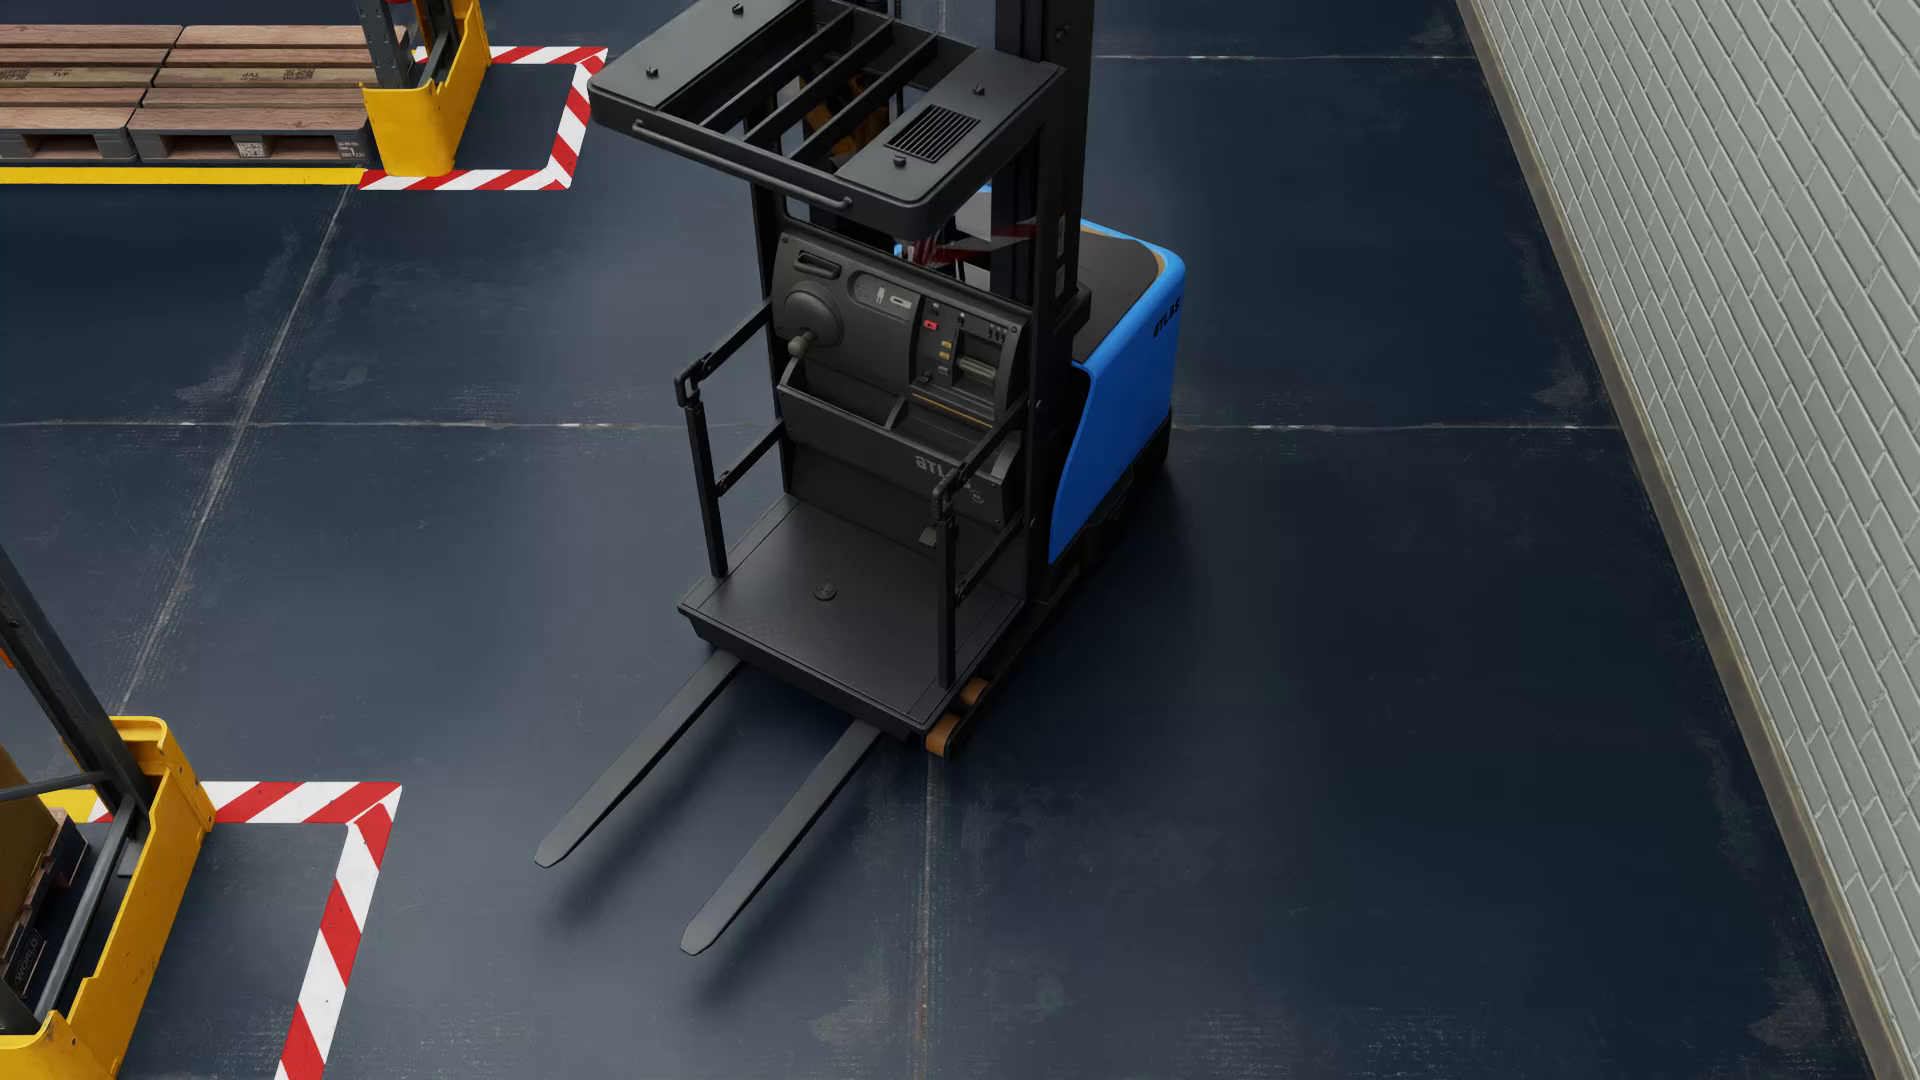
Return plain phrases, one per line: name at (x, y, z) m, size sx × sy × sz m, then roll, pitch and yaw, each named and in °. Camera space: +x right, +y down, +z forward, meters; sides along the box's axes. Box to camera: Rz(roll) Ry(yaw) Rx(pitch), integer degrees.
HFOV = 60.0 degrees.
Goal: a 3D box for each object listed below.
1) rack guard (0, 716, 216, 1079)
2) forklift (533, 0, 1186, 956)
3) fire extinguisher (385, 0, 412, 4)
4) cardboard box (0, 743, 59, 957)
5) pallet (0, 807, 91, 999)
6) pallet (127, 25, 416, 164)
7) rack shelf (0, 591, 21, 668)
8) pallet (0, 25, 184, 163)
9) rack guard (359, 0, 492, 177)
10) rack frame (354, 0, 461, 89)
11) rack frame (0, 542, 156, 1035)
rack guard at (-2.789, 1.186, 5.305) m, size 0.348 × 0.500 × 1.175 m, roll 0°, pitch 47°, yaw 0°
forklift at (-0.328, -0.609, 5.315) m, size 1.130 × 2.935 × 3.031 m, roll 24°, pitch 52°, yaw 21°
fire extinguisher at (-2.645, -2.805, 7.619) m, size 0.183 × 0.674 × 0.296 m, roll 0°, pitch 47°, yaw 0°
cardboard box at (-3.453, 0.972, 4.961) m, size 0.875 × 0.875 × 0.875 m, roll 0°, pitch 47°, yaw 0°
pallet at (-3.612, 1.339, 5.359) m, size 1.213 × 0.211 × 1.003 m, roll 0°, pitch 47°, yaw 0°
pallet at (-3.619, -2.372, 8.814) m, size 1.213 × 0.211 × 1.003 m, roll 0°, pitch 47°, yaw 0°
rack shelf at (-4.813, 0.574, 4.658) m, size 4.000 × 0.370 × 1.077 m, roll 0°, pitch 47°, yaw 0°
pallet at (-4.836, -2.378, 8.819) m, size 1.213 × 0.211 × 1.003 m, roll 0°, pitch 47°, yaw 0°
rack guard at (-2.770, -2.449, 8.688) m, size 0.348 × 0.500 × 1.175 m, roll 0°, pitch 47°, yaw 0°
rack frame at (-2.794, -3.292, 7.764) m, size 0.127 × 3.000 × 1.000 m, roll 0°, pitch 47°, yaw 0°
rack frame at (-2.813, 0.334, 4.390) m, size 0.127 × 3.000 × 1.000 m, roll 0°, pitch 47°, yaw 0°
